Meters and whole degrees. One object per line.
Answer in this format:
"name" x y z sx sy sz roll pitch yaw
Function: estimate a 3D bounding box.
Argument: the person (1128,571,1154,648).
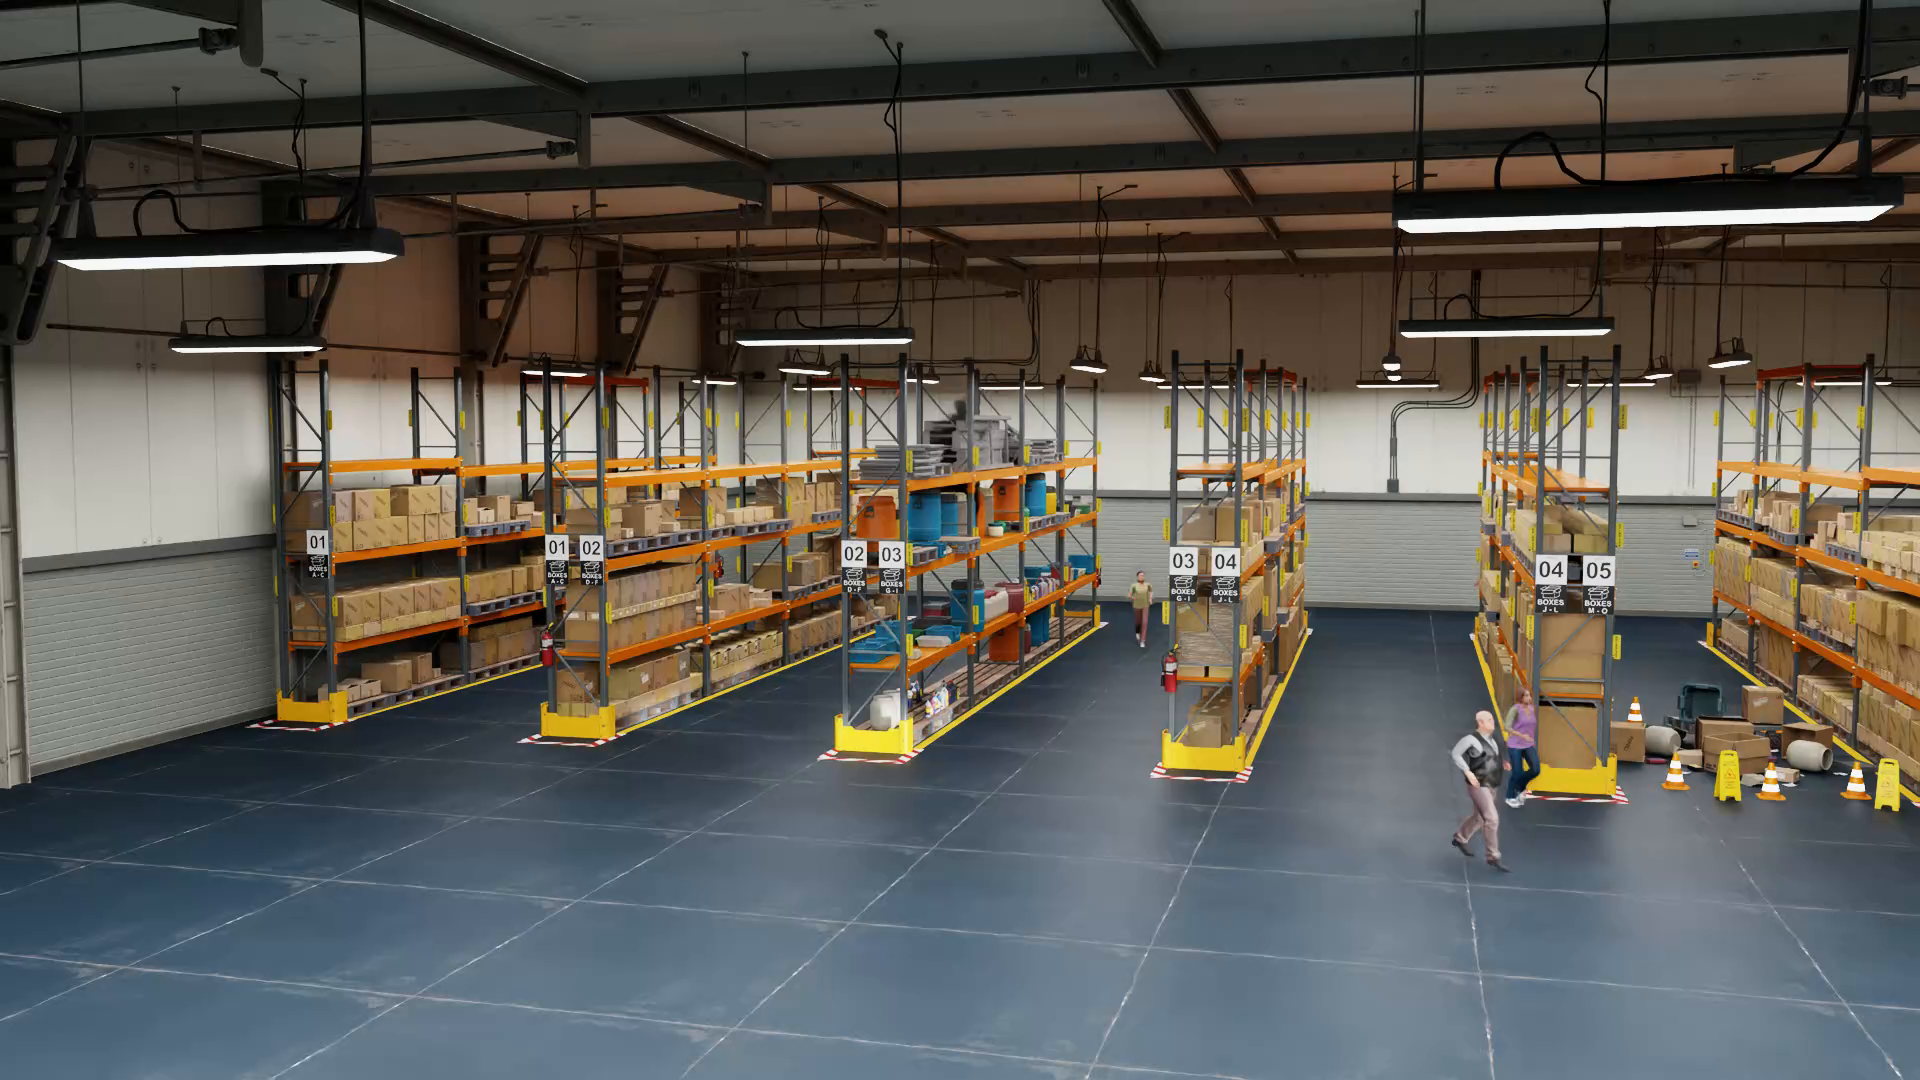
"person" 4.017 1.514 36.883 0.580 1.663 0.930 0 4 1

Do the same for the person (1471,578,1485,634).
"person" 12.437 1.338 39.086 0.880 1.747 0.666 -1 4 -18

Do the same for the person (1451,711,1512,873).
"person" 5.861 2.782 18.656 0.664 1.746 0.834 -4 5 -41

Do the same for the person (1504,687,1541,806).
"person" 7.252 2.673 21.415 0.542 1.568 0.562 -2 4 -21
